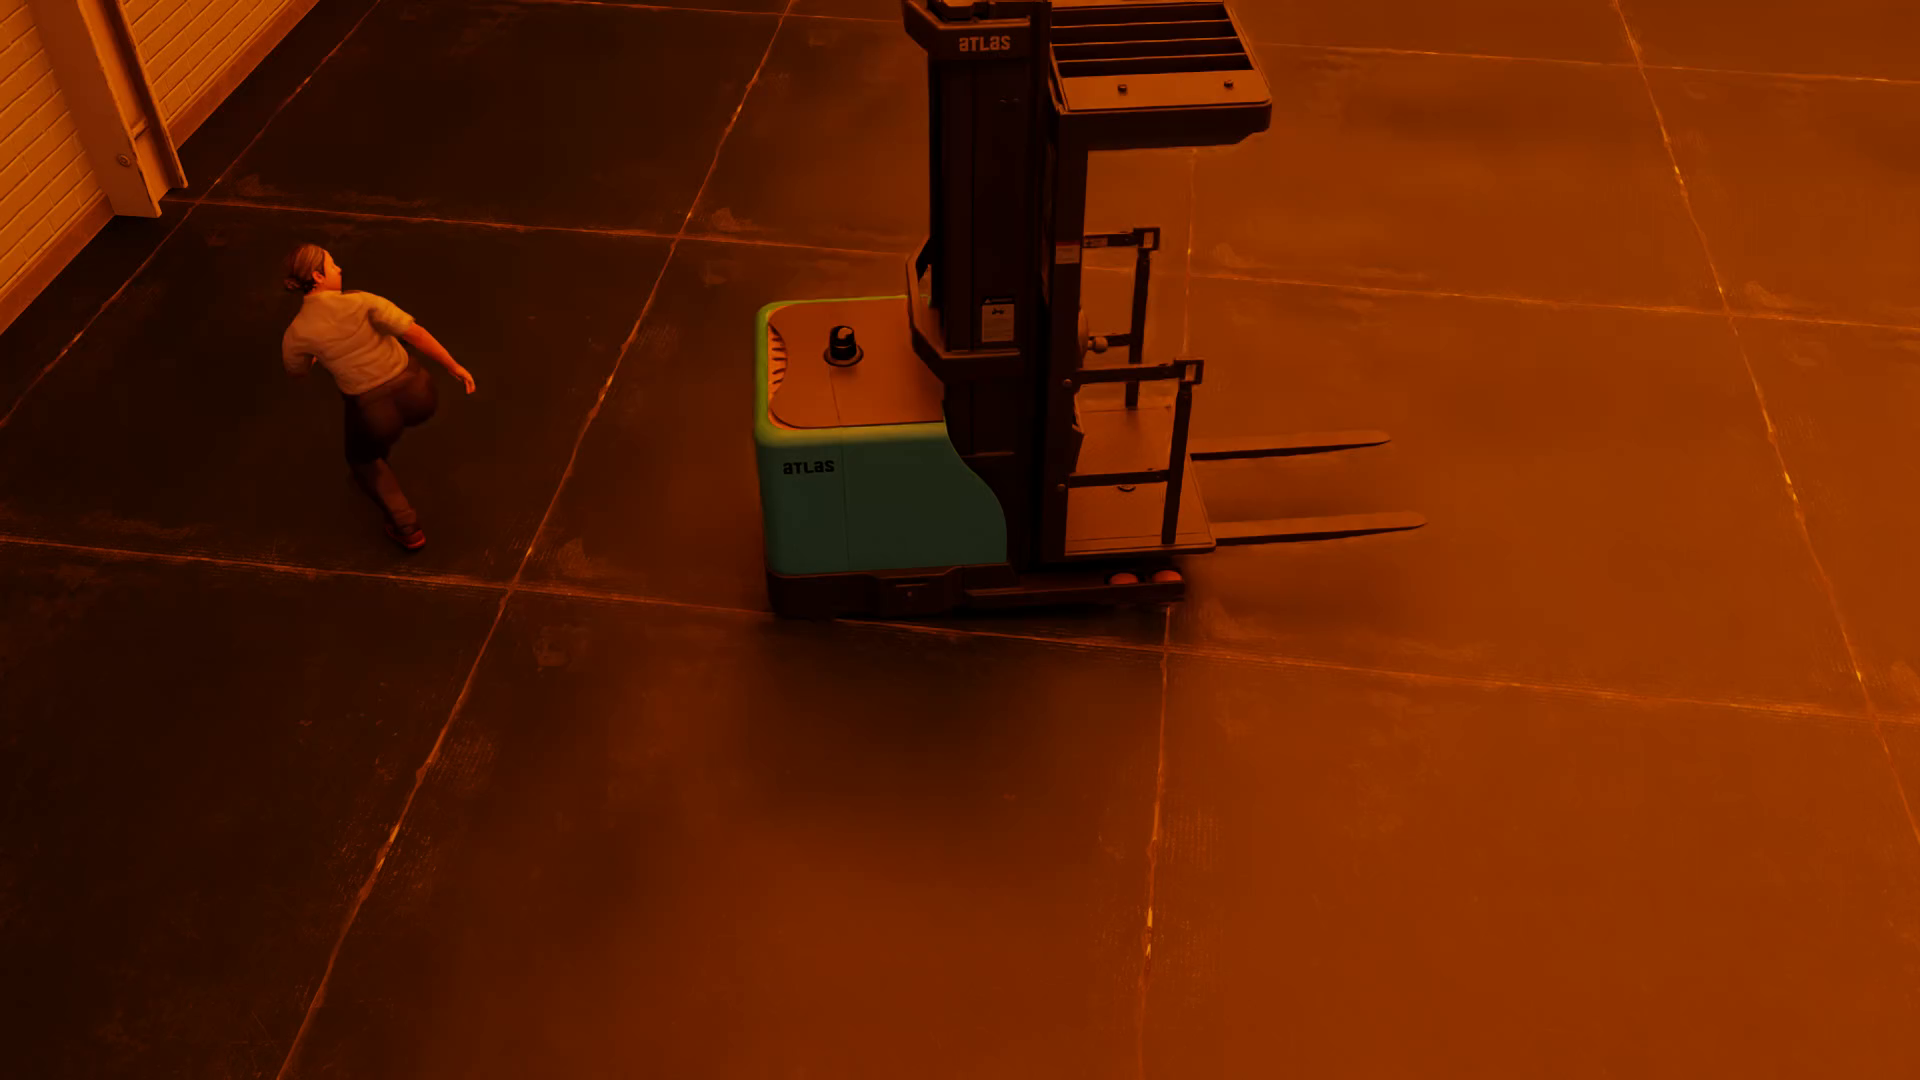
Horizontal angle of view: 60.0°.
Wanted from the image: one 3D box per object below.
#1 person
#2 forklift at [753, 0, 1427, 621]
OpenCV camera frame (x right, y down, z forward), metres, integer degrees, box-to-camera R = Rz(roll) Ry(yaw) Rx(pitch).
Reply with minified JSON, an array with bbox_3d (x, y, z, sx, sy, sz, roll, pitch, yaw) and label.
[{"bbox_3d":[-2.672,-0.734,7.604,0.706,1.500,0.737,-25,48,-25],"label":"person"},{"bbox_3d":[0.610,-1.124,6.948,3.031,2.935,1.130,-3,43,-4],"label":"forklift"}]
